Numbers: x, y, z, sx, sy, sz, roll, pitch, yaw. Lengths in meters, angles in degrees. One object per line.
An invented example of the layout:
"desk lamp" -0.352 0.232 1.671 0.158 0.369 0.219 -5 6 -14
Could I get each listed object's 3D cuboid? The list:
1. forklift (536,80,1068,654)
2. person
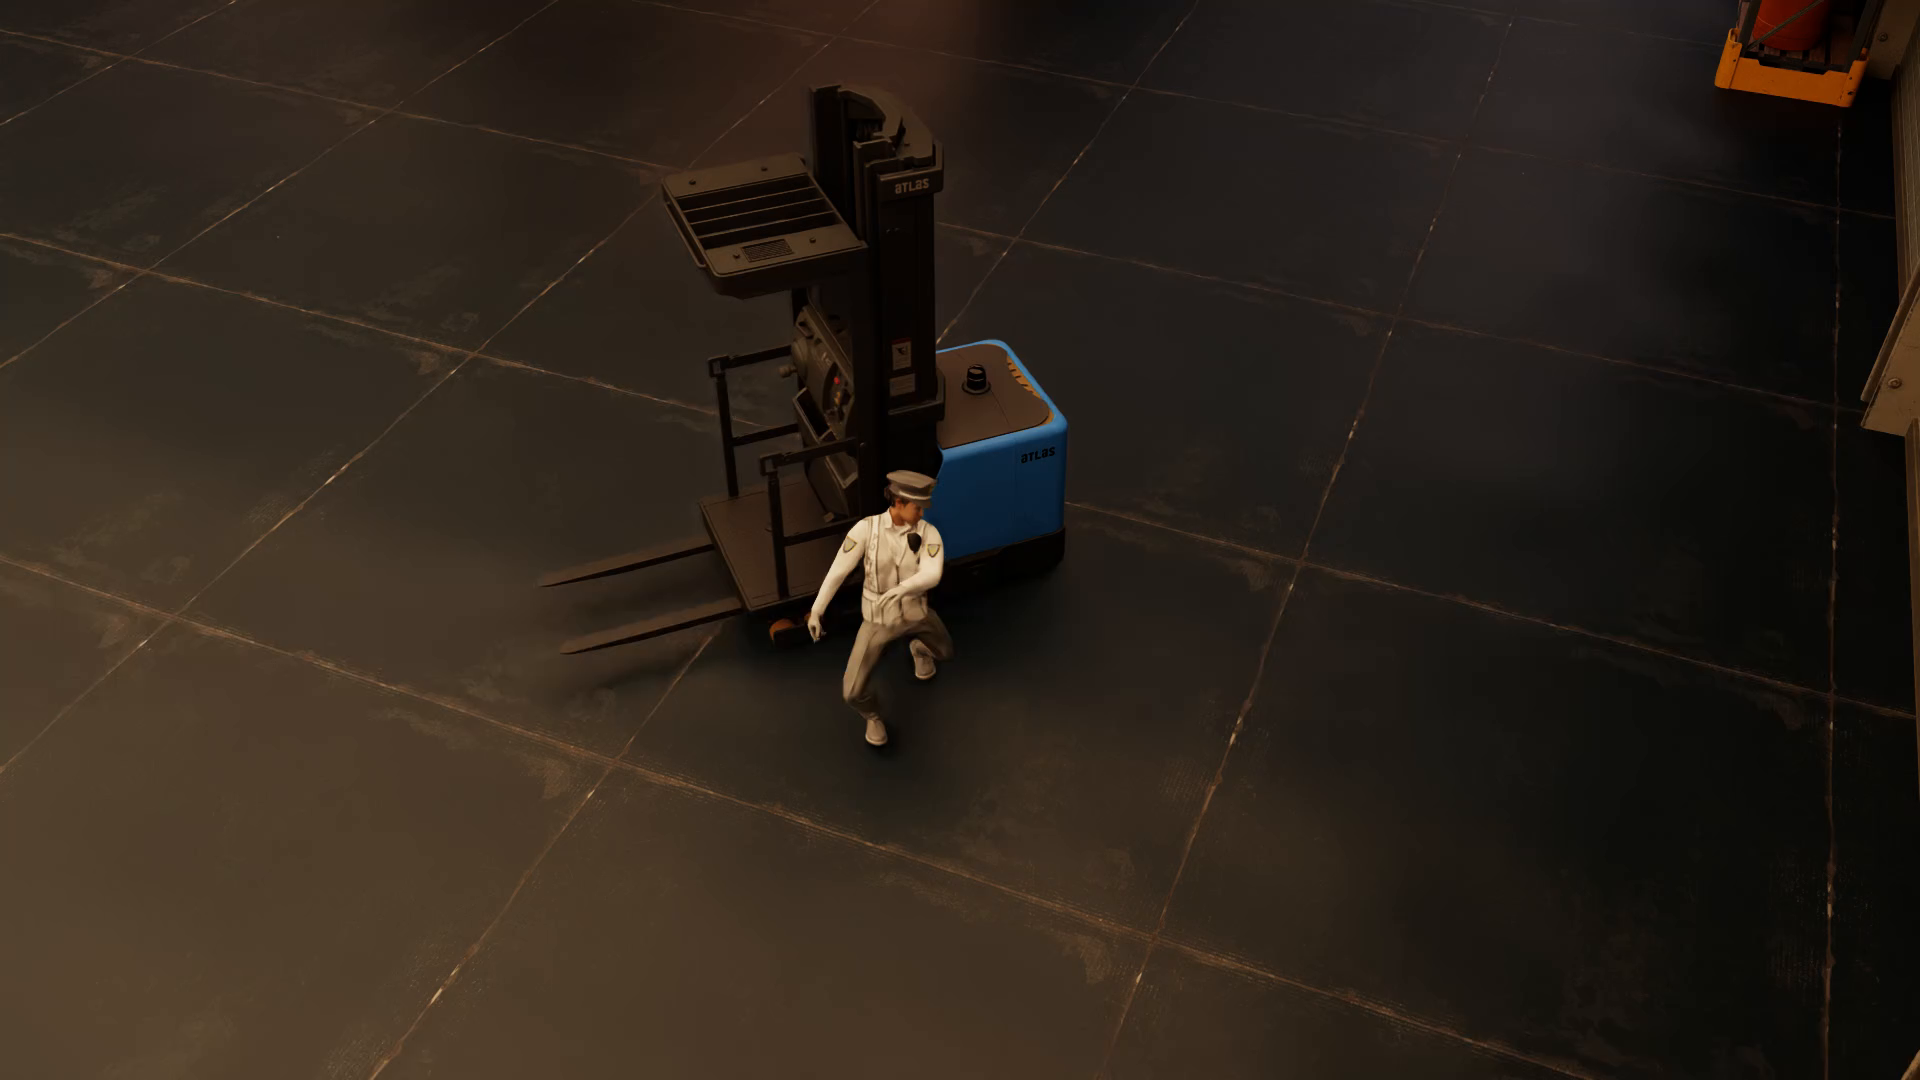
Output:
"forklift" -0.937 -0.893 9.072 3.031 2.935 1.130 -15 42 -17
"person" -0.404 0.380 8.628 0.800 1.485 0.789 -13 42 -15
